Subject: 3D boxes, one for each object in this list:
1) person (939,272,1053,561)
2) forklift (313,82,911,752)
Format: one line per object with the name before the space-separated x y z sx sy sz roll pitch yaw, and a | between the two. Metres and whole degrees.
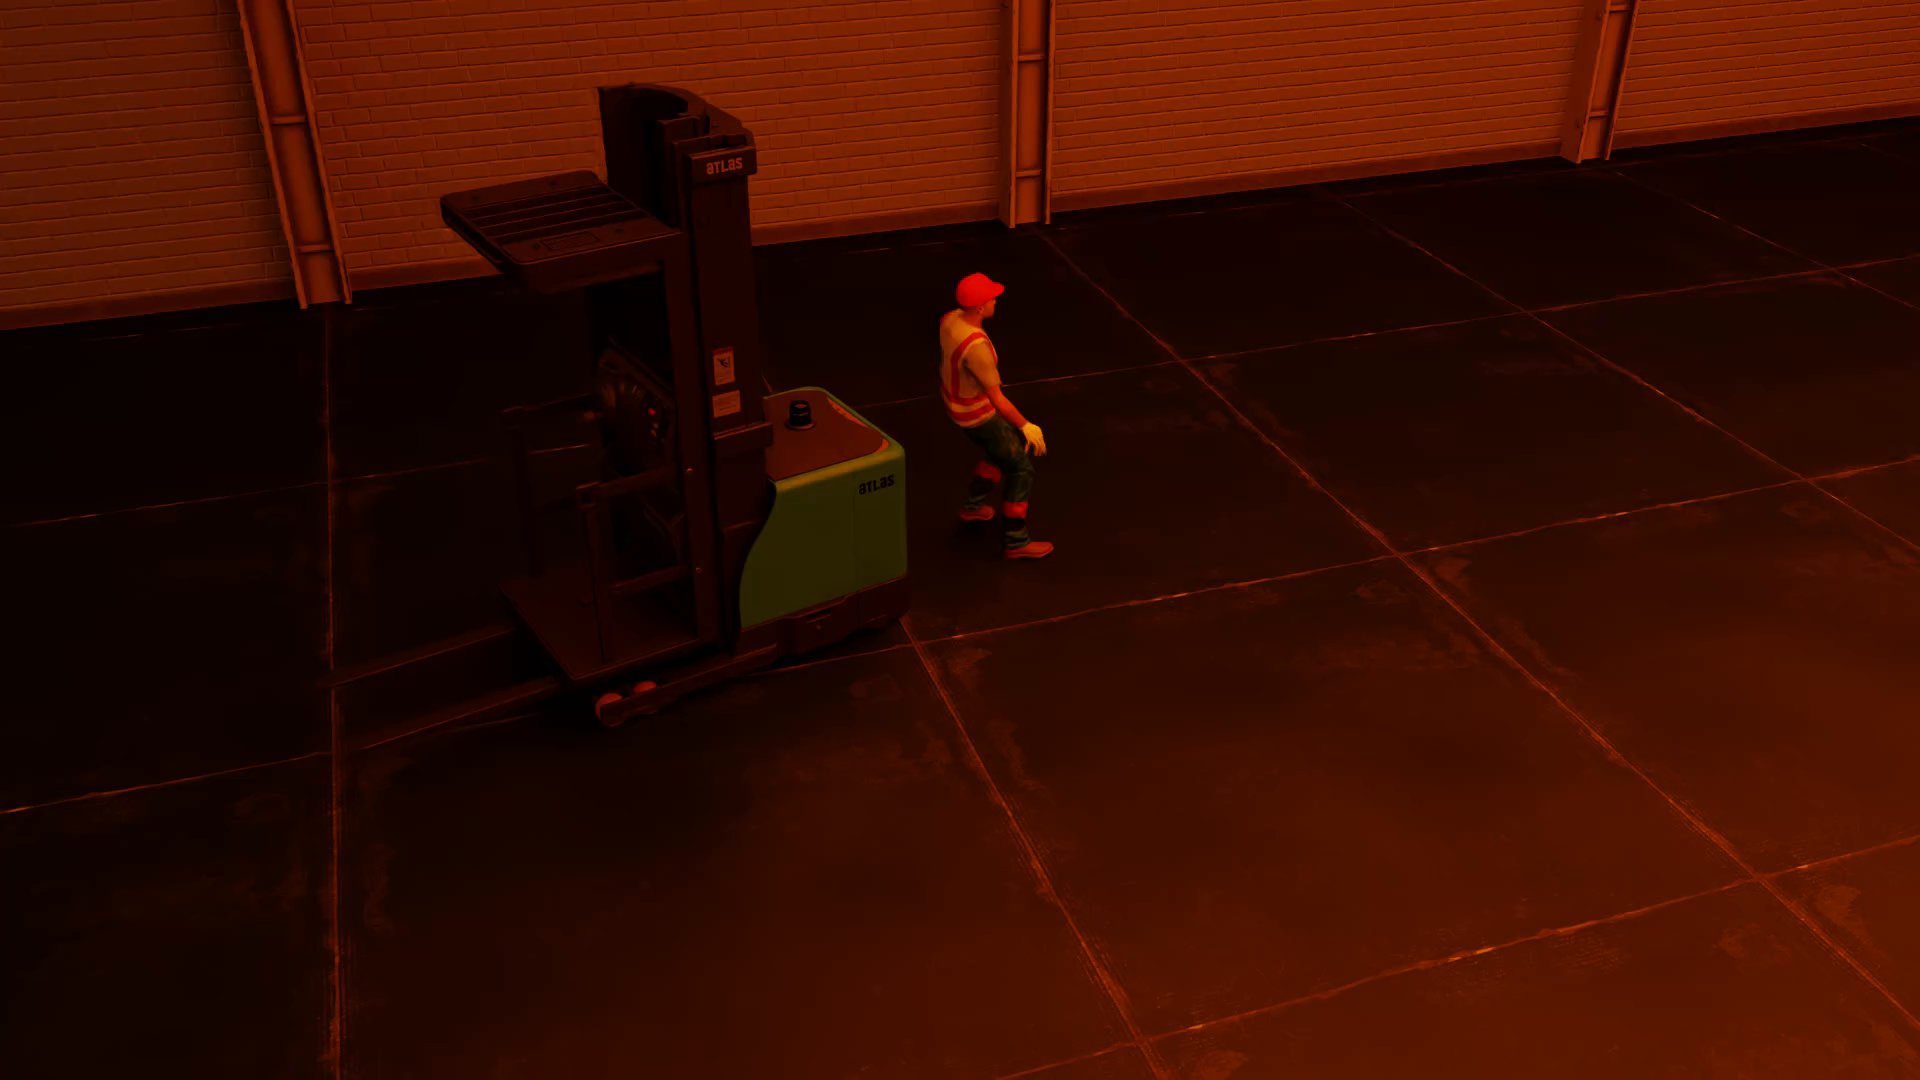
person | 0.194 -0.752 9.636 0.570 1.700 0.806 -9 31 -15
forklift | -1.789 -0.629 8.181 3.031 2.935 1.130 -18 34 -28
